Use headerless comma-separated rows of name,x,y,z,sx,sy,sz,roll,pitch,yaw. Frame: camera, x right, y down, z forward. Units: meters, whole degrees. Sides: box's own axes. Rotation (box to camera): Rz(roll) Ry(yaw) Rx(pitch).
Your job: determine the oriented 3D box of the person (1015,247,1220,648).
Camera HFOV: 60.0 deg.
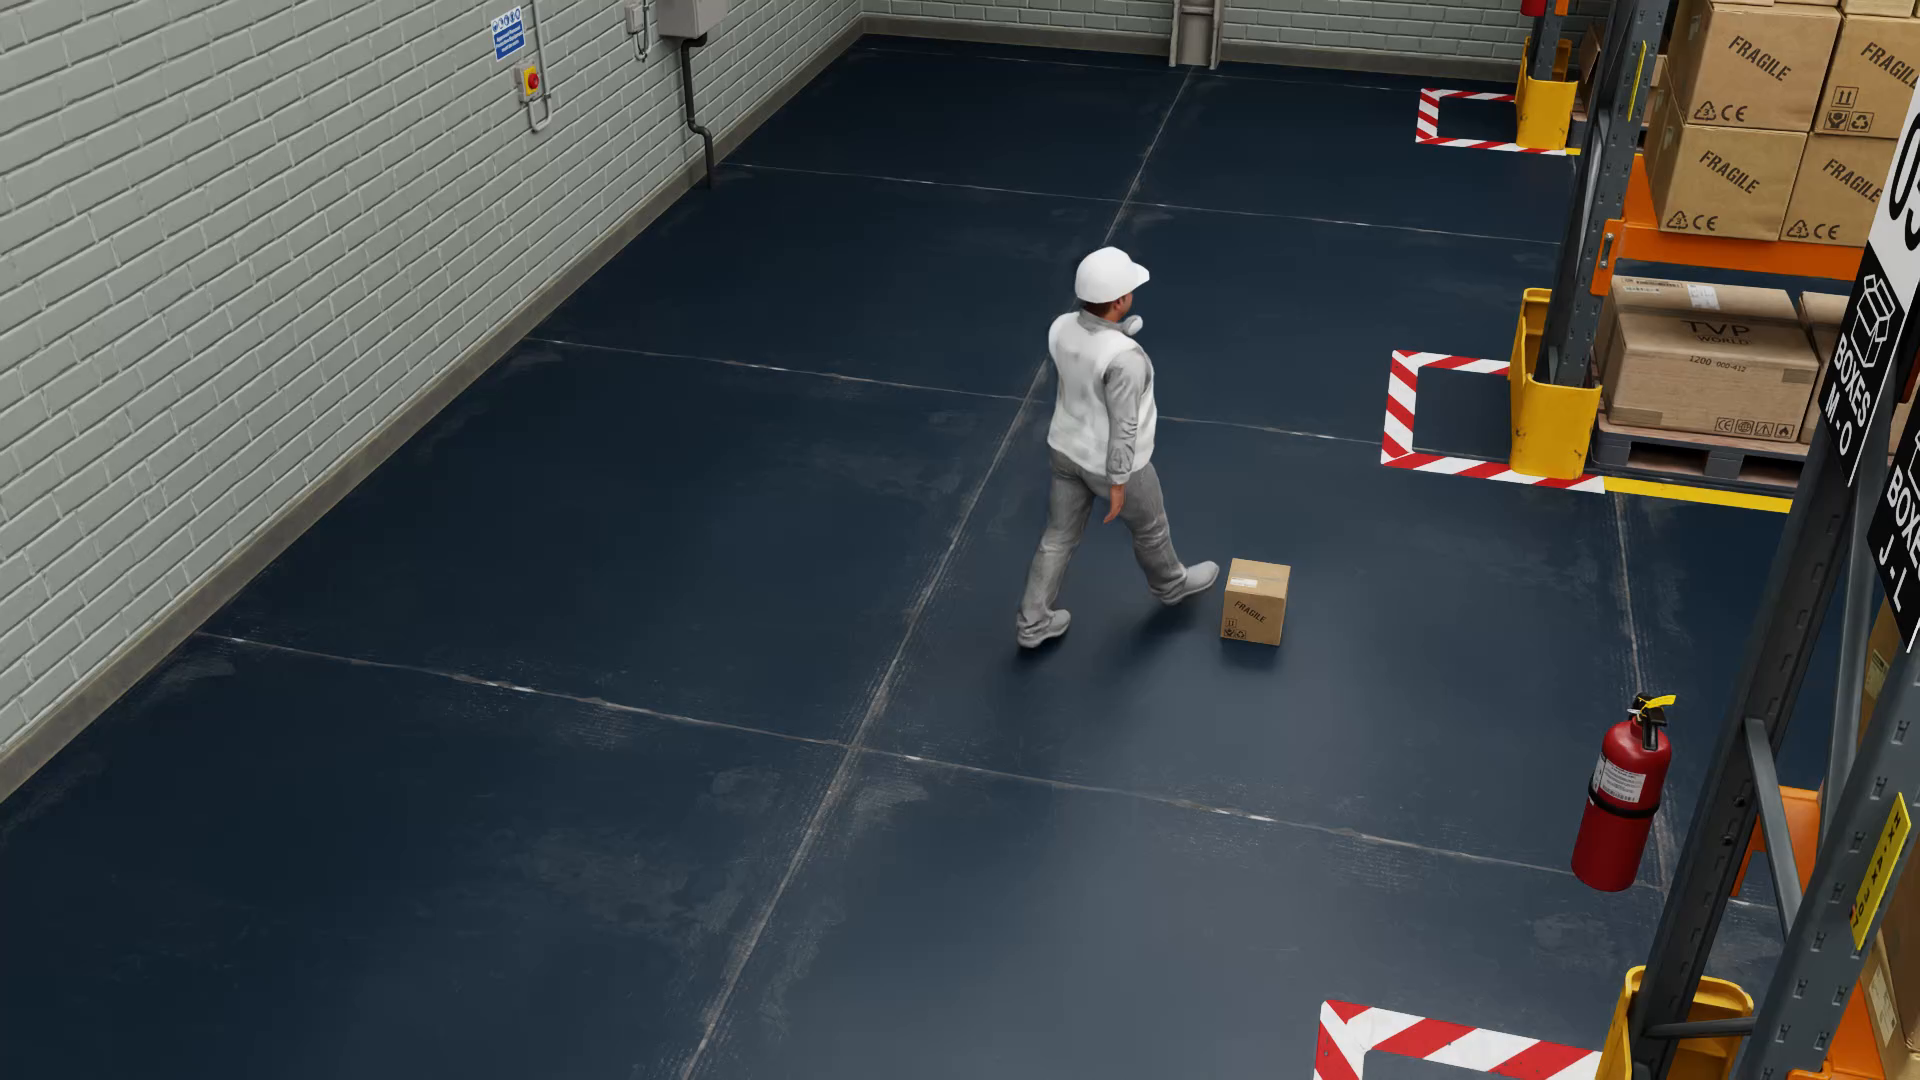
person,0.635,-0.412,6.752,0.983,1.722,0.553,-26,41,-35
